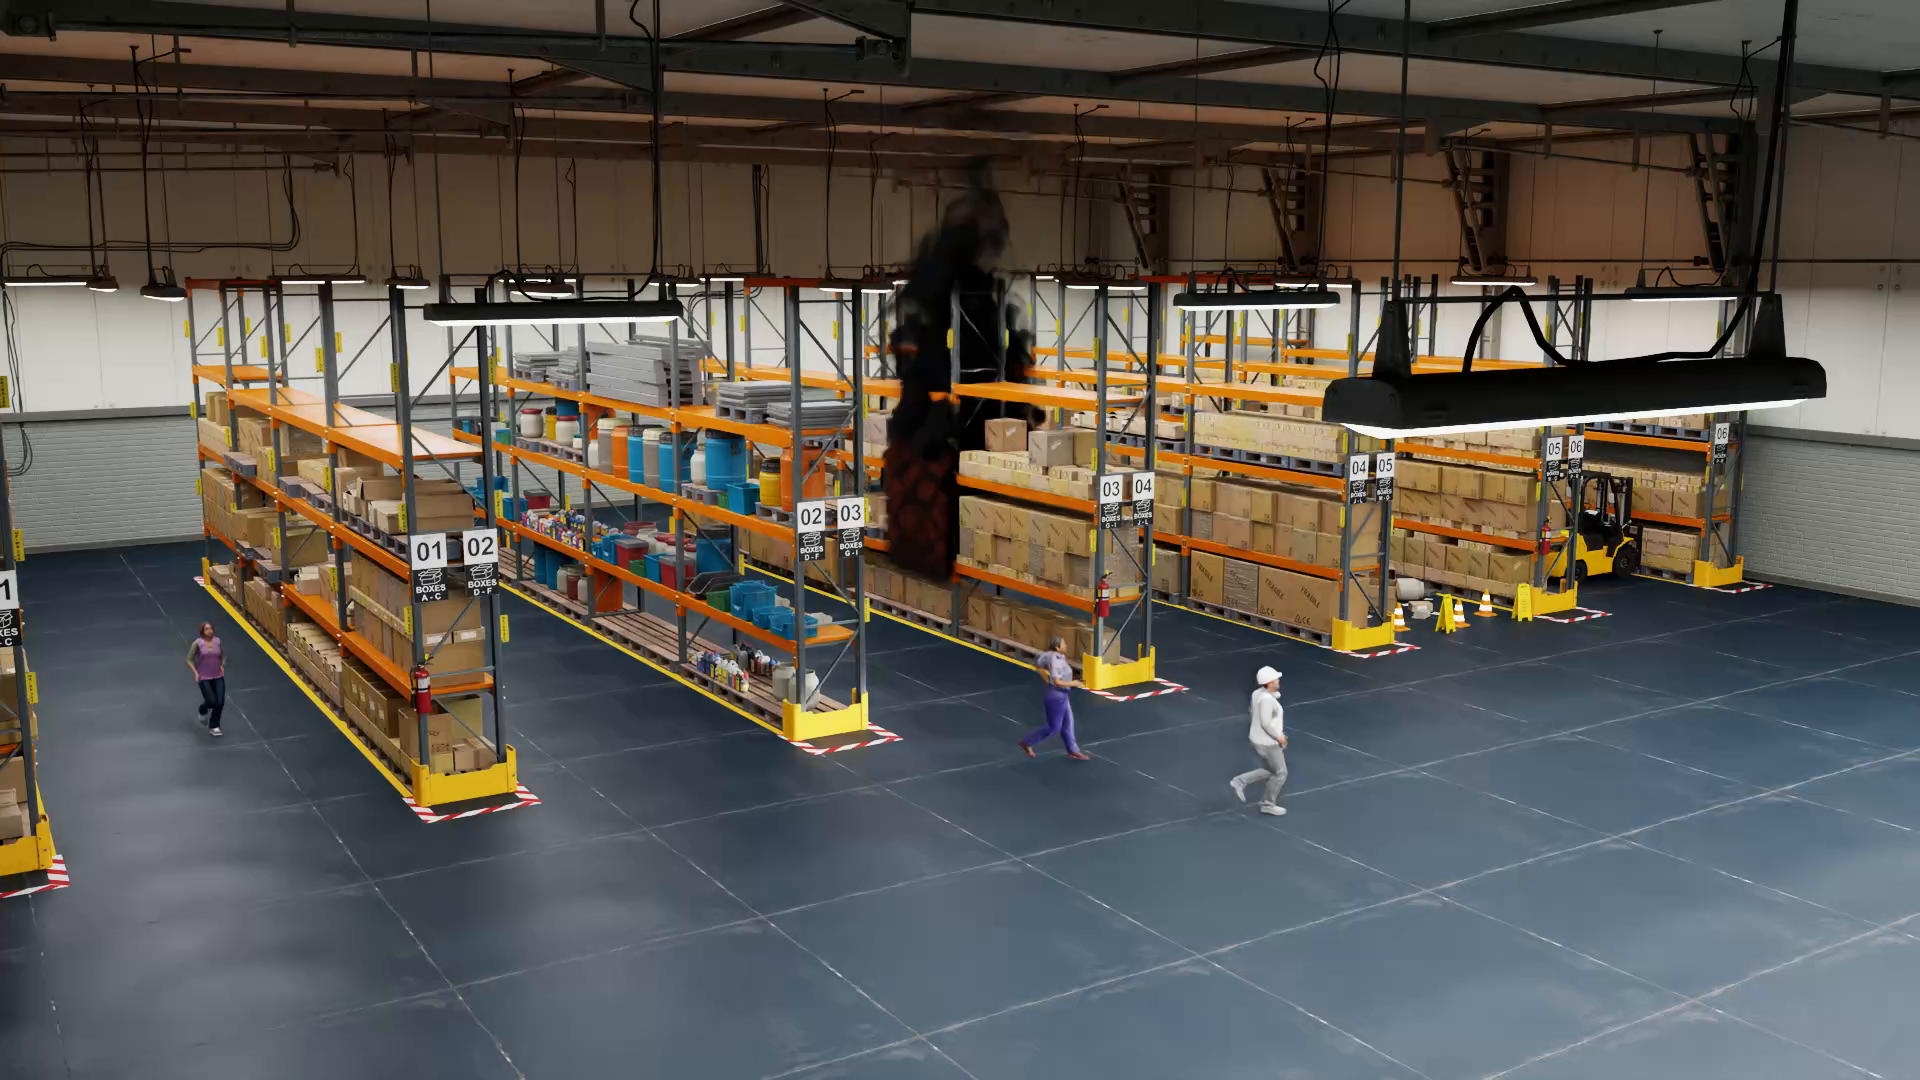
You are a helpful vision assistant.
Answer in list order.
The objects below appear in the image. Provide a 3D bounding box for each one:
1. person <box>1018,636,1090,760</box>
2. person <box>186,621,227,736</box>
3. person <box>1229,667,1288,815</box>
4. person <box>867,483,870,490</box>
[{"bbox_3d":[1.198,2.017,21.045,0.934,1.648,0.613,0,10,-2],"label":"person"},{"bbox_3d":[-10.062,1.857,22.319,0.507,1.552,0.512,-9,13,-42],"label":"person"},{"bbox_3d":[3.453,2.304,19.140,0.641,1.733,0.686,-1,10,-5],"label":"person"},{"bbox_3d":[-1.955,-0.344,34.782,0.673,1.811,0.706,-6,11,-33],"label":"person"}]
